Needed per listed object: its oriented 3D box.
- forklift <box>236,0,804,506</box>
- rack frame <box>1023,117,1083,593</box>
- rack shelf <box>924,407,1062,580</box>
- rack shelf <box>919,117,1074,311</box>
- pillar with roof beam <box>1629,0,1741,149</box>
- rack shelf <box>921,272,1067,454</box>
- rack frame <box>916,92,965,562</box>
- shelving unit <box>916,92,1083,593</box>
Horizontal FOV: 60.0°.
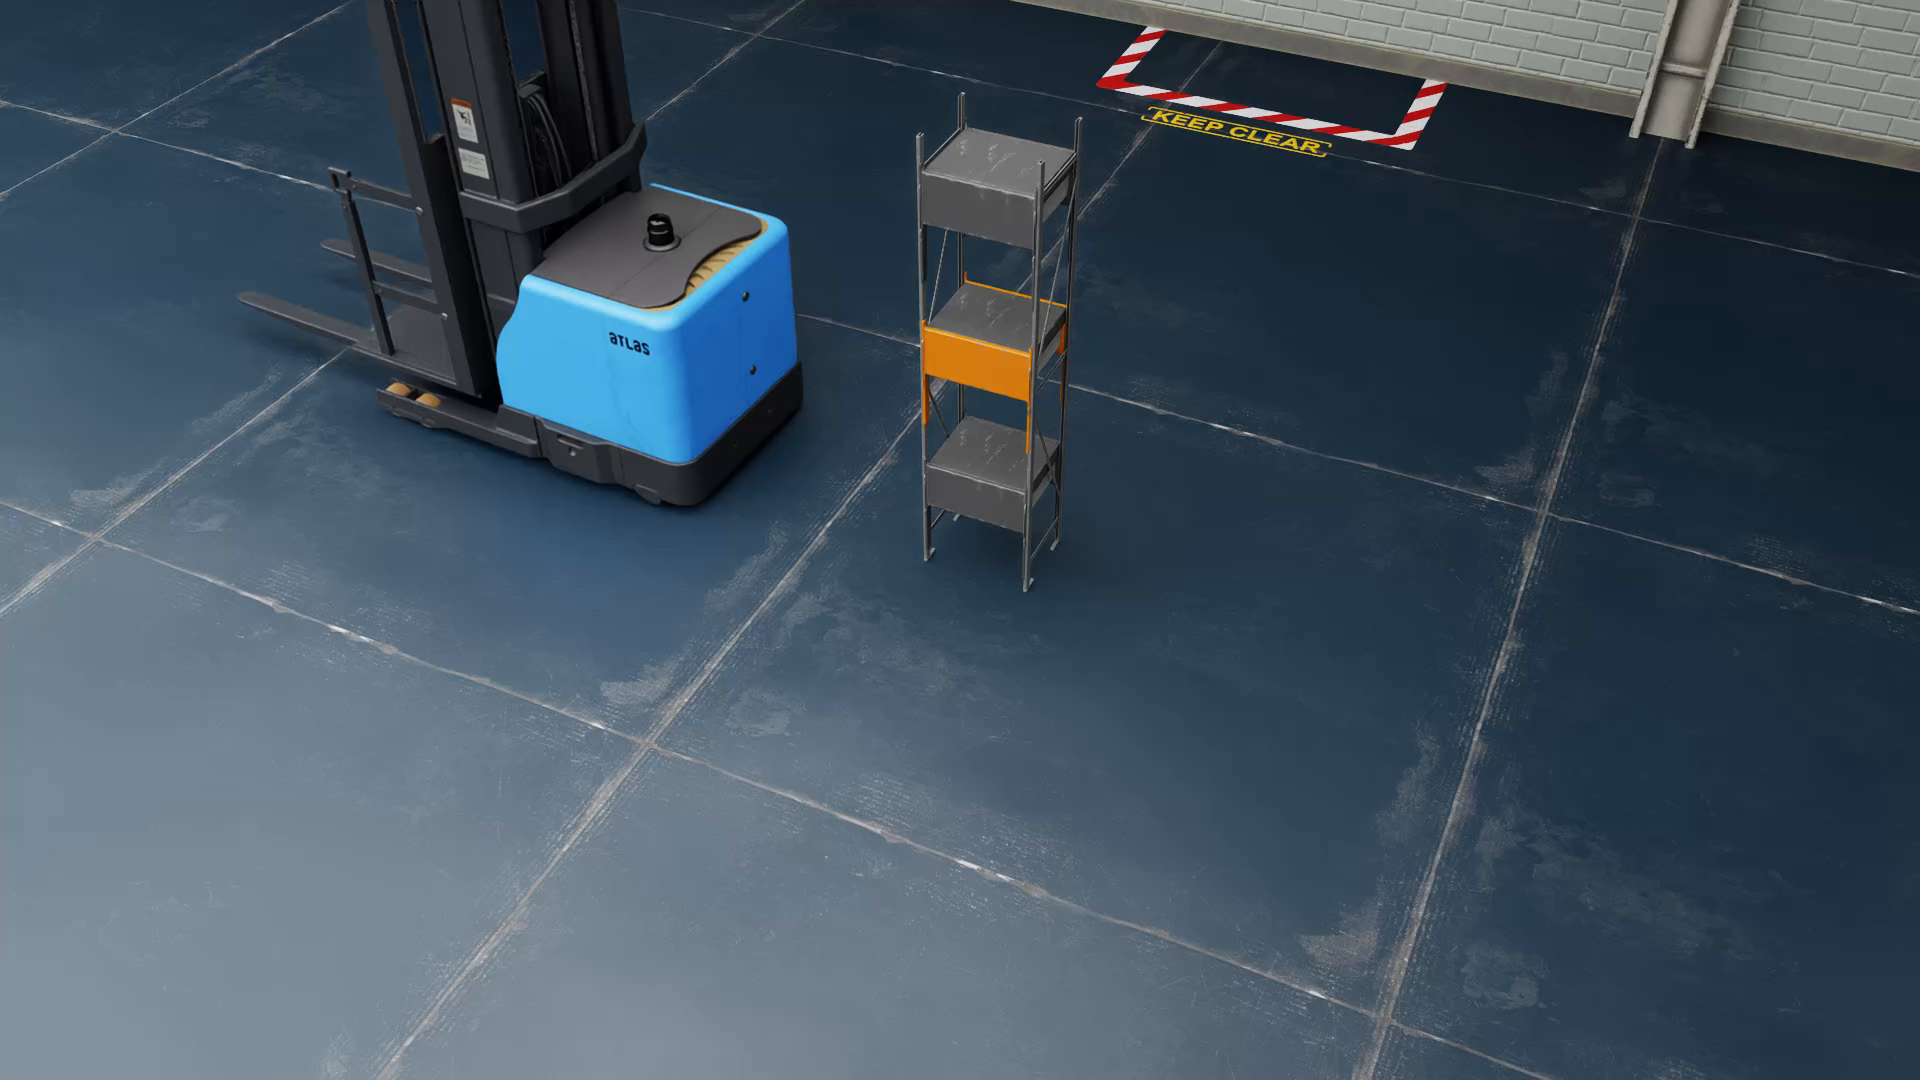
[{"bbox_3d":[-2.330,-1.953,7.650,3.031,2.935,1.130,19,44,21],"label":"forklift"},{"bbox_3d":[0.371,-0.680,6.815,0.015,2.100,0.400,17,44,19],"label":"rack frame"},{"bbox_3d":[0.150,-0.208,7.361,0.480,0.518,0.431,17,44,19],"label":"rack shelf"},{"bbox_3d":[0.150,-1.266,6.444,0.480,0.518,0.431,17,44,19],"label":"rack shelf"},{"bbox_3d":[2.689,-3.455,4.750,0.400,9.000,9.100,17,44,19],"label":"pillar with roof beam"},{"bbox_3d":[0.150,-0.737,6.902,0.480,0.518,0.431,17,44,19],"label":"rack shelf"},{"bbox_3d":[-0.071,-0.815,6.971,0.015,2.100,0.400,17,44,19],"label":"rack frame"},{"bbox_3d":[0.150,-0.748,6.893,0.503,2.100,0.431,17,44,19],"label":"shelving unit"}]
